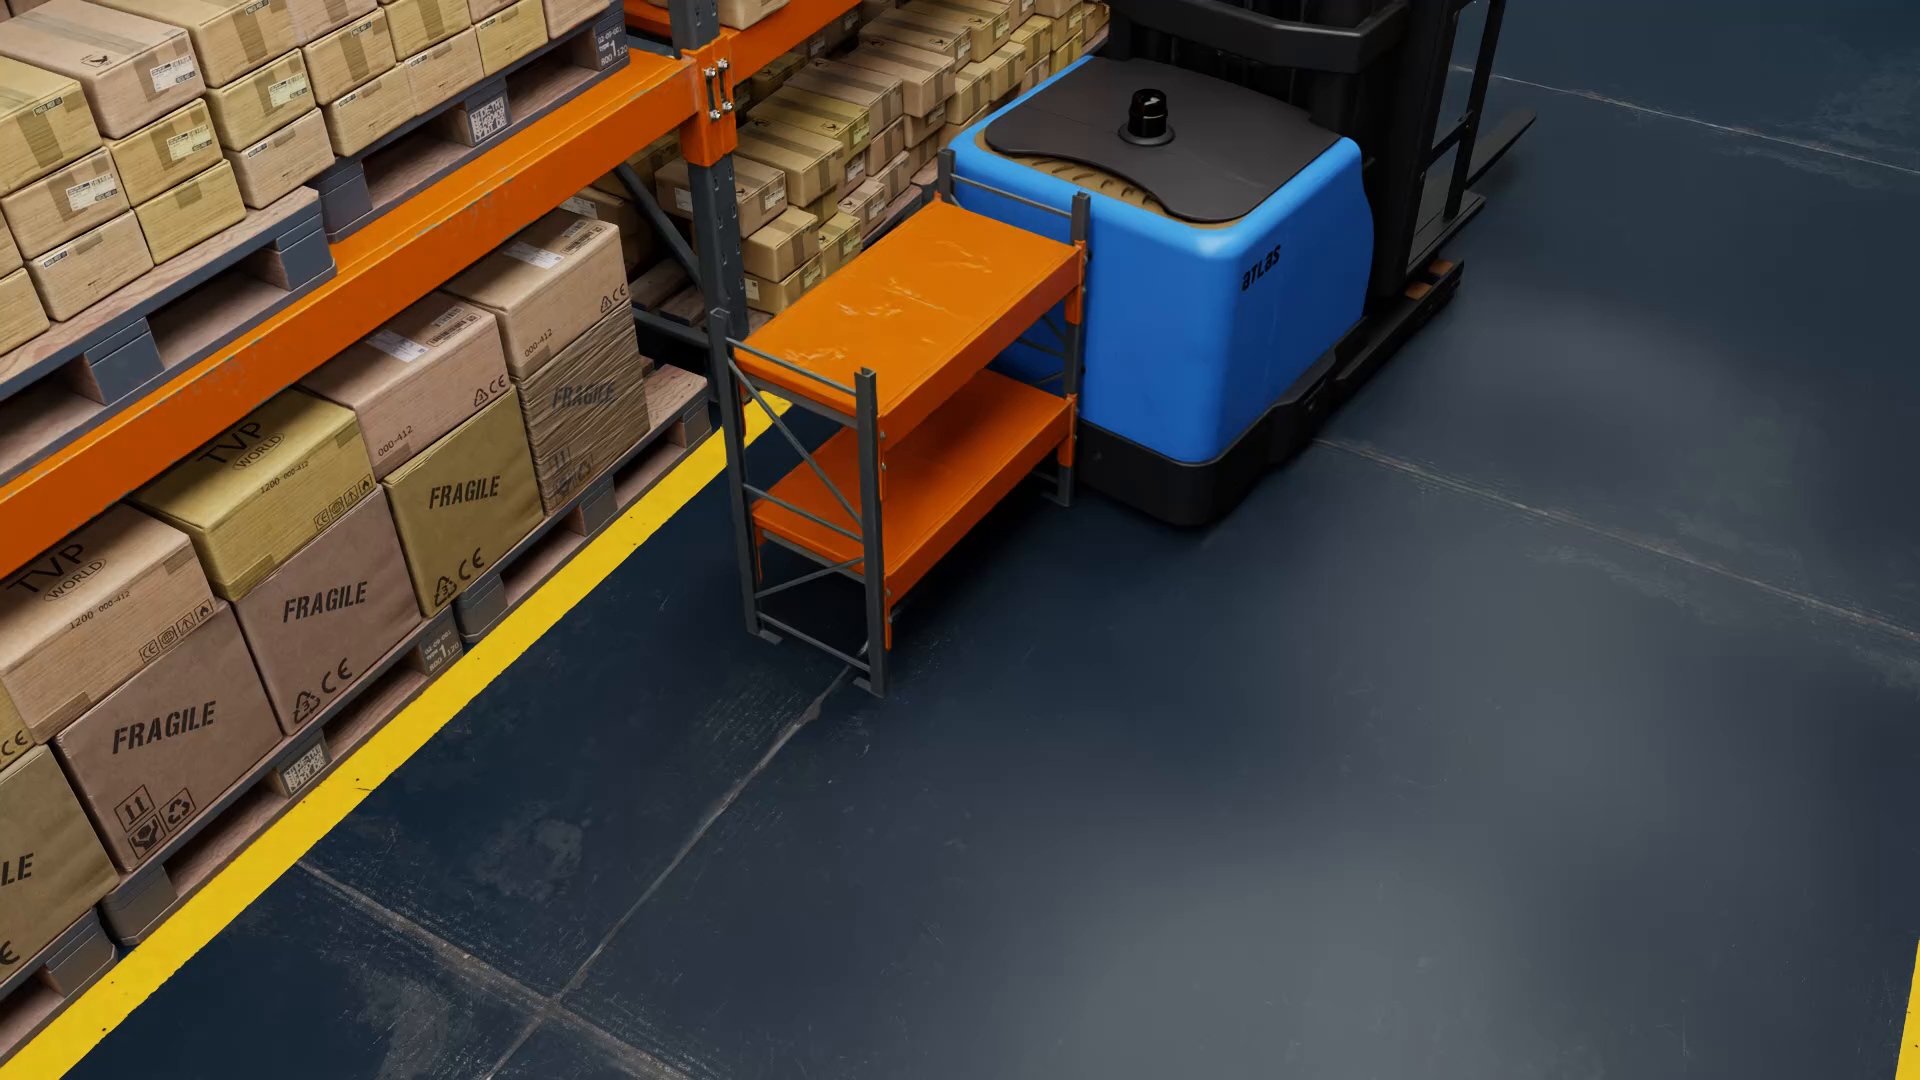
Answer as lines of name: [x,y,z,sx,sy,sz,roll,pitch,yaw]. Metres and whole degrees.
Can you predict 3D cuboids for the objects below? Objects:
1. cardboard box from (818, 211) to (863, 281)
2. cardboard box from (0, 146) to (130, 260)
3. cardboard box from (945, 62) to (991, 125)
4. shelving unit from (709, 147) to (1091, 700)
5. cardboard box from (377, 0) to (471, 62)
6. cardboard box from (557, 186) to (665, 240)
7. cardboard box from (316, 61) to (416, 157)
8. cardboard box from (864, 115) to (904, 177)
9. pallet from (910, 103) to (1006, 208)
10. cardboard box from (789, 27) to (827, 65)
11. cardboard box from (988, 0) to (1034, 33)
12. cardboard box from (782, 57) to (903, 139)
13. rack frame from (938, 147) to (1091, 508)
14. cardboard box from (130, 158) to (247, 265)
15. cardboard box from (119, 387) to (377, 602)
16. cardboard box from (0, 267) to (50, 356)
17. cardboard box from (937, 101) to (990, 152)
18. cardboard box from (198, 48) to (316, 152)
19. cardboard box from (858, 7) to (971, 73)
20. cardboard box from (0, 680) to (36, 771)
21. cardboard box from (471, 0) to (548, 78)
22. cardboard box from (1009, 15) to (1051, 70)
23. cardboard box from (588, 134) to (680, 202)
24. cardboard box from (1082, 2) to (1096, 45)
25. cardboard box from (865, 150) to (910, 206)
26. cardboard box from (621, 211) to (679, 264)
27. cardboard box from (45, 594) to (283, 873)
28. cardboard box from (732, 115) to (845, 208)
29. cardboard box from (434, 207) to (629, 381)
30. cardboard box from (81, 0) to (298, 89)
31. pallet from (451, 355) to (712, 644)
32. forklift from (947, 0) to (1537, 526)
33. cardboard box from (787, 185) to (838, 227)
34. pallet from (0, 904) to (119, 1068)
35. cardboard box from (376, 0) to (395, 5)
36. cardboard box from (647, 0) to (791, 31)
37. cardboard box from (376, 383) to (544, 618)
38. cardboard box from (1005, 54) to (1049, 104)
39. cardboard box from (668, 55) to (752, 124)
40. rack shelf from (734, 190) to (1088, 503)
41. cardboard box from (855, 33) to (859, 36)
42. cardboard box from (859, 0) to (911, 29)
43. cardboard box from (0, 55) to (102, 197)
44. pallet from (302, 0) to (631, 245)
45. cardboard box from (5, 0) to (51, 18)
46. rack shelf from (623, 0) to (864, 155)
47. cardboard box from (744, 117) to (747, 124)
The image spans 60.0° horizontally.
cardboard box: [-0.582,-1.109,6.079,0.380,0.149,0.250,22,46,23]
cardboard box: [-1.986,-0.756,3.486,0.380,0.149,0.250,23,46,24]
cardboard box: [-0.100,-1.820,6.661,0.380,0.149,0.250,21,45,22]
shelving unit: [-0.134,-0.347,4.792,0.538,1.125,1.048,24,47,25]
cardboard box: [-1.461,-1.357,4.168,0.380,0.149,0.250,23,46,24]
cardboard box: [-1.293,-1.251,6.016,0.380,0.149,0.250,22,46,23]
cardboard box: [-1.584,-1.103,4.106,0.380,0.149,0.250,19,45,20]
cardboard box: [-0.440,-1.547,6.351,0.380,0.149,0.250,19,45,20]
pallet: [-0.260,-1.817,7.154,1.003,0.211,1.213,21,45,22]
cardboard box: [-0.758,-1.980,6.618,0.380,0.149,0.250,19,45,20]
cardboard box: [0.087,-2.251,6.926,0.380,0.149,0.250,19,45,21]
cardboard box: [-0.440,-1.662,6.257,0.380,0.149,0.250,20,45,21]
rack frame: [0.150,-0.625,5.109,0.500,1.125,0.032,24,47,25]
cardboard box: [-1.852,-0.791,3.751,0.380,0.149,0.250,23,46,24]
cardboard box: [-1.850,-0.161,4.169,0.500,0.250,0.500,19,45,20]
cardboard box: [-2.116,-0.490,3.409,0.380,0.149,0.250,22,46,23]
cardboard box: [-0.101,-1.712,6.764,0.380,0.149,0.250,20,45,21]
cardboard box: [-1.725,-1.050,3.820,0.380,0.149,0.250,19,45,20]
cardboard box: [-0.177,-1.964,6.600,0.380,0.149,0.250,19,45,20]
cardboard box: [-2.369,0.416,3.514,0.500,0.250,0.500,20,45,22]
cardboard box: [-1.332,-1.388,4.429,0.380,0.149,0.250,21,46,22]
cardboard box: [0.159,-2.119,7.001,0.380,0.149,0.250,23,46,24]
cardboard box: [-1.223,-1.367,5.922,0.380,0.149,0.250,22,46,23]
cardboard box: [0.383,-2.324,7.459,0.380,0.149,0.250,21,46,22]
cardboard box: [-0.419,-1.430,6.444,0.380,0.149,0.250,20,45,21]
cardboard box: [-1.274,-1.192,6.173,0.380,0.149,0.250,21,46,23]
cardboard box: [-2.101,0.398,4.102,0.500,0.500,0.500,20,45,21]
cardboard box: [-0.634,-1.344,5.896,0.380,0.149,0.250,23,46,24]
cardboard box: [-1.329,-0.758,4.847,0.500,0.250,0.500,20,45,21]
cardboard box: [-1.729,-1.168,3.729,0.380,0.149,0.250,19,45,21]
pallet: [-1.564,-0.274,5.402,1.003,0.211,1.213,21,45,22]
forklift: [1.231,-2.067,5.379,1.130,2.935,3.031,27,48,27]
cardboard box: [-0.668,-1.242,6.005,0.380,0.149,0.250,21,46,22]
pallet: [-2.785,1.122,3.816,1.003,0.211,1.213,21,45,22]
cardboard box: [-1.472,-1.458,4.058,0.380,0.149,0.250,19,45,21]
cardboard box: [-0.750,-1.726,5.131,0.380,0.149,0.250,23,46,24]
cardboard box: [-1.585,-0.186,4.765,0.500,0.500,0.500,20,45,21]
cardboard box: [0.156,-2.008,7.100,0.380,0.149,0.250,22,46,23]
cardboard box: [-1.011,-1.672,6.268,0.380,0.149,0.250,21,45,22]
rack shelf: [-0.134,-0.566,4.599,0.538,0.278,1.000,24,47,25]
cardboard box: [-0.406,-2.118,7.000,0.380,0.149,0.250,23,46,24]
cardboard box: [-0.414,-2.244,6.918,0.380,0.149,0.250,21,46,22]
cardboard box: [-1.993,-0.859,3.378,0.380,0.149,0.250,20,45,21]
pallet: [-1.684,-1.306,4.608,1.003,0.211,1.213,21,45,22]
cardboard box: [-2.290,-1.384,3.974,0.380,0.149,0.250,21,45,22]
rack shelf: [-0.174,-2.641,6.524,1.077,0.370,4.000,21,45,22]
cardboard box: [-0.839,-1.681,6.503,0.380,0.149,0.250,21,46,22]
